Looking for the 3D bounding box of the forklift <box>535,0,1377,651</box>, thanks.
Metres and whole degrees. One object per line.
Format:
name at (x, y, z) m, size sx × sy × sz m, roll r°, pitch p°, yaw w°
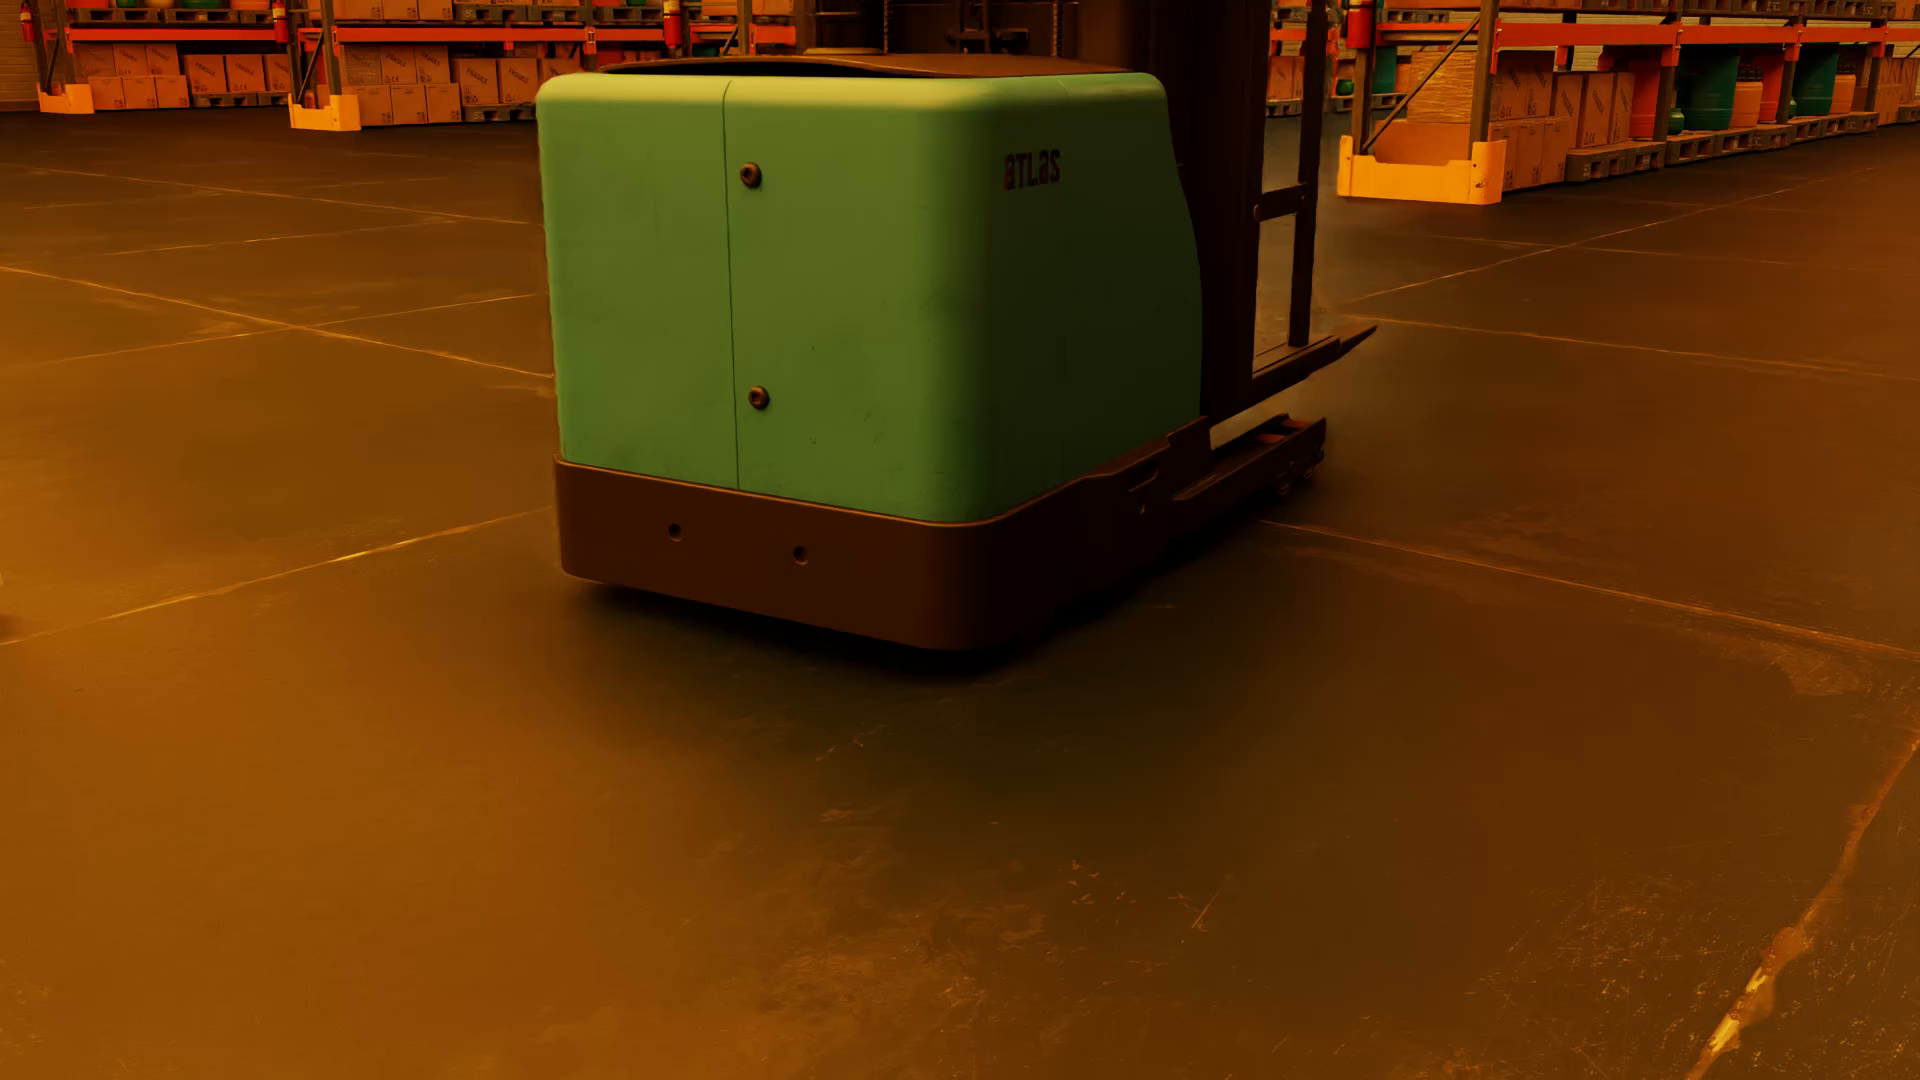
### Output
forklift at (0.333, -1.575, 4.086) m, size 1.130 × 2.935 × 3.031 m, roll 10°, pitch 19°, yaw 29°
